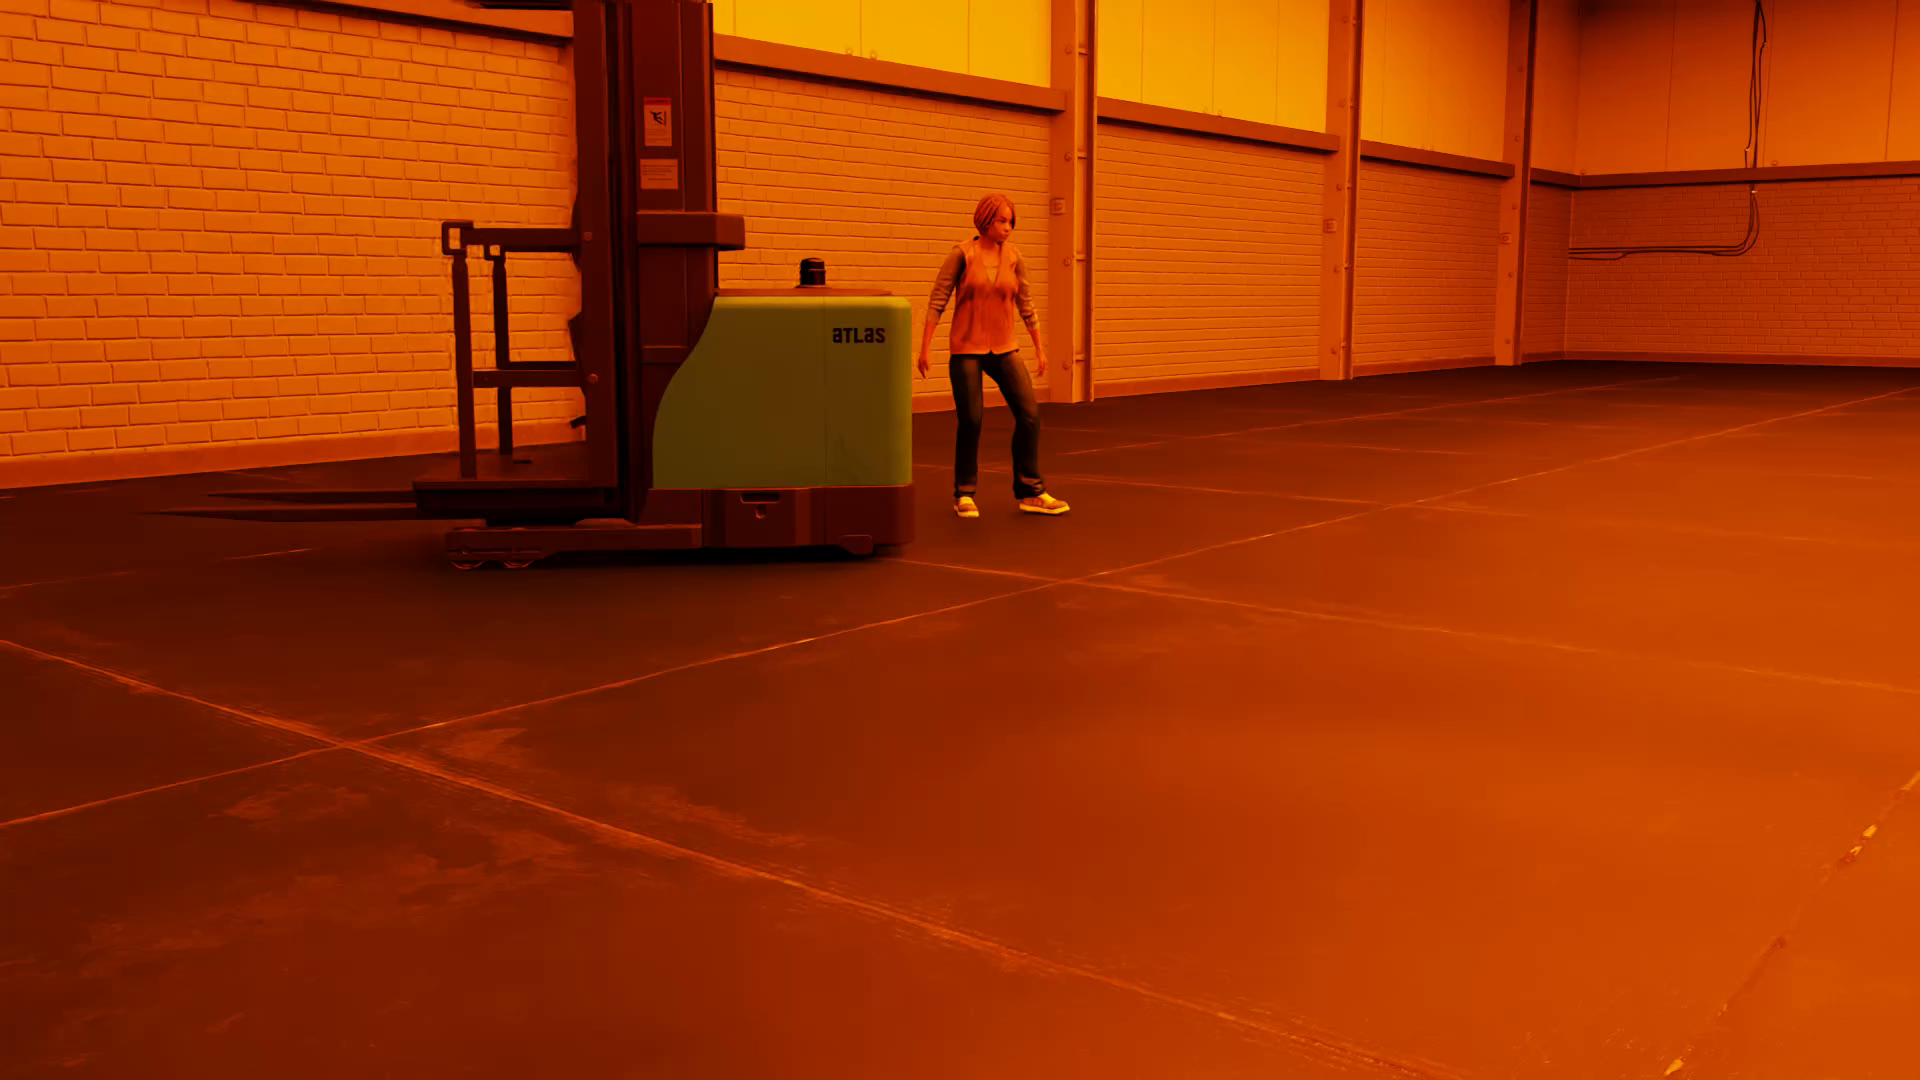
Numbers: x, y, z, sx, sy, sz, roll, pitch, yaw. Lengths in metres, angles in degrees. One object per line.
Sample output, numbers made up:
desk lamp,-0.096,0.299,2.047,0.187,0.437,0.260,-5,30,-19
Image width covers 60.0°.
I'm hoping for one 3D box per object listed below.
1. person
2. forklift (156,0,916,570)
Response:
person,0.160,-0.896,8.169,0.723,1.566,0.374,-3,9,-17
forklift,-1.739,-1.413,6.941,3.031,2.935,1.130,-1,8,-7
